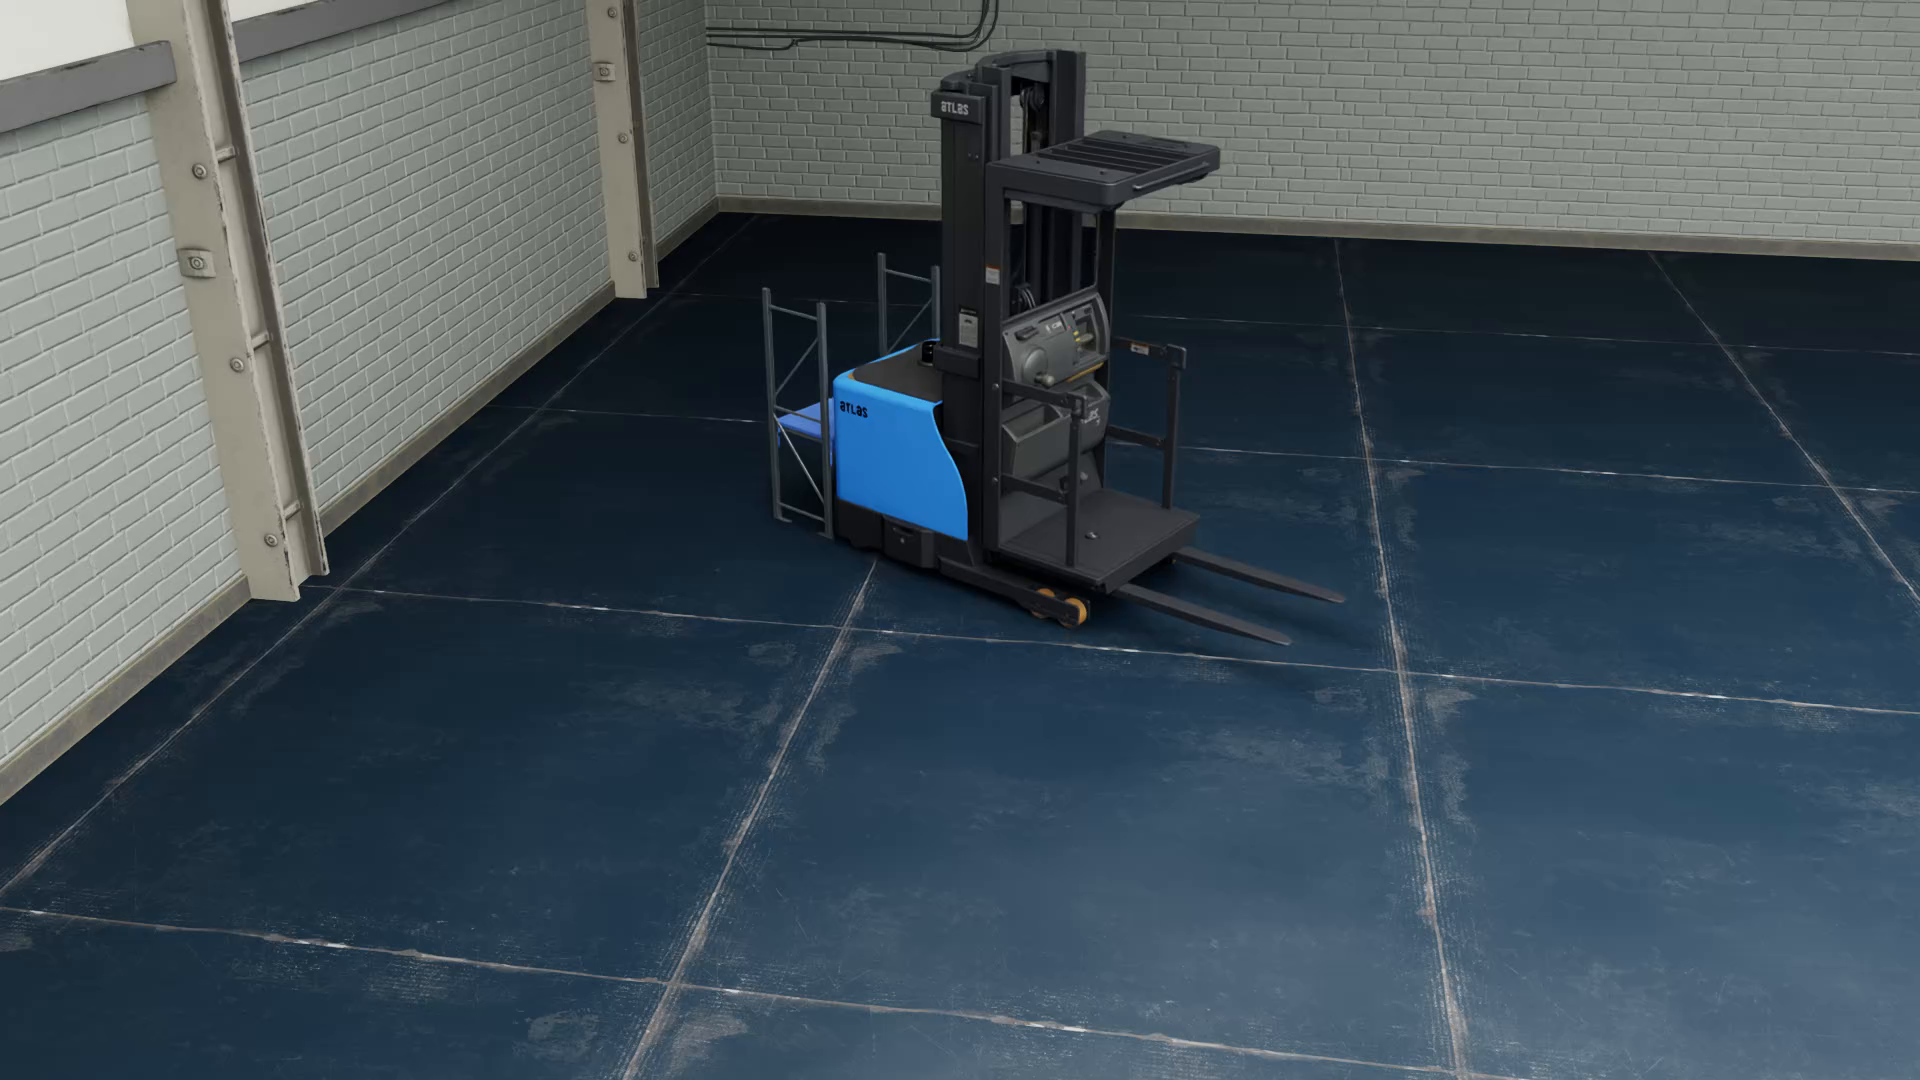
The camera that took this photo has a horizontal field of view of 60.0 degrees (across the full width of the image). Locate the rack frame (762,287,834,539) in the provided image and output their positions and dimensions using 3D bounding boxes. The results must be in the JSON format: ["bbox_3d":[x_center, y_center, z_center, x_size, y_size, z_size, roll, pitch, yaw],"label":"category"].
[{"bbox_3d":[-0.983,-0.759,10.102,0.500,1.500,0.032,20,31,36],"label":"rack frame"}]

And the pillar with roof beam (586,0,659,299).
[{"bbox_3d":[1.313,-6.028,12.514,9.100,9.000,0.400,4,25,9],"label":"pillar with roof beam"}]

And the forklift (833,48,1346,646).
[{"bbox_3d":[0.706,-1.093,9.127,3.031,2.935,1.130,18,31,34],"label":"forklift"}]

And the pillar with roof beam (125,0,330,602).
[{"bbox_3d":[0.332,-3.519,7.153,9.100,9.000,0.400,4,25,9],"label":"pillar with roof beam"}]

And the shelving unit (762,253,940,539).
[{"bbox_3d":[-0.656,-0.924,10.454,0.538,1.500,1.048,20,31,36],"label":"shelving unit"}]

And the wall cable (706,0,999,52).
[{"bbox_3d":[-1.149,-6.061,16.246,3.097,2.526,0.112,4,25,9],"label":"wall cable"}]

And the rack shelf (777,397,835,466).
[{"bbox_3d":[-0.656,-0.761,10.530,0.538,0.185,1.000,20,31,36],"label":"rack shelf"}]

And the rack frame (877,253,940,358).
[{"bbox_3d":[-0.328,-1.089,10.806,0.500,1.500,0.032,20,31,36],"label":"rack frame"}]
